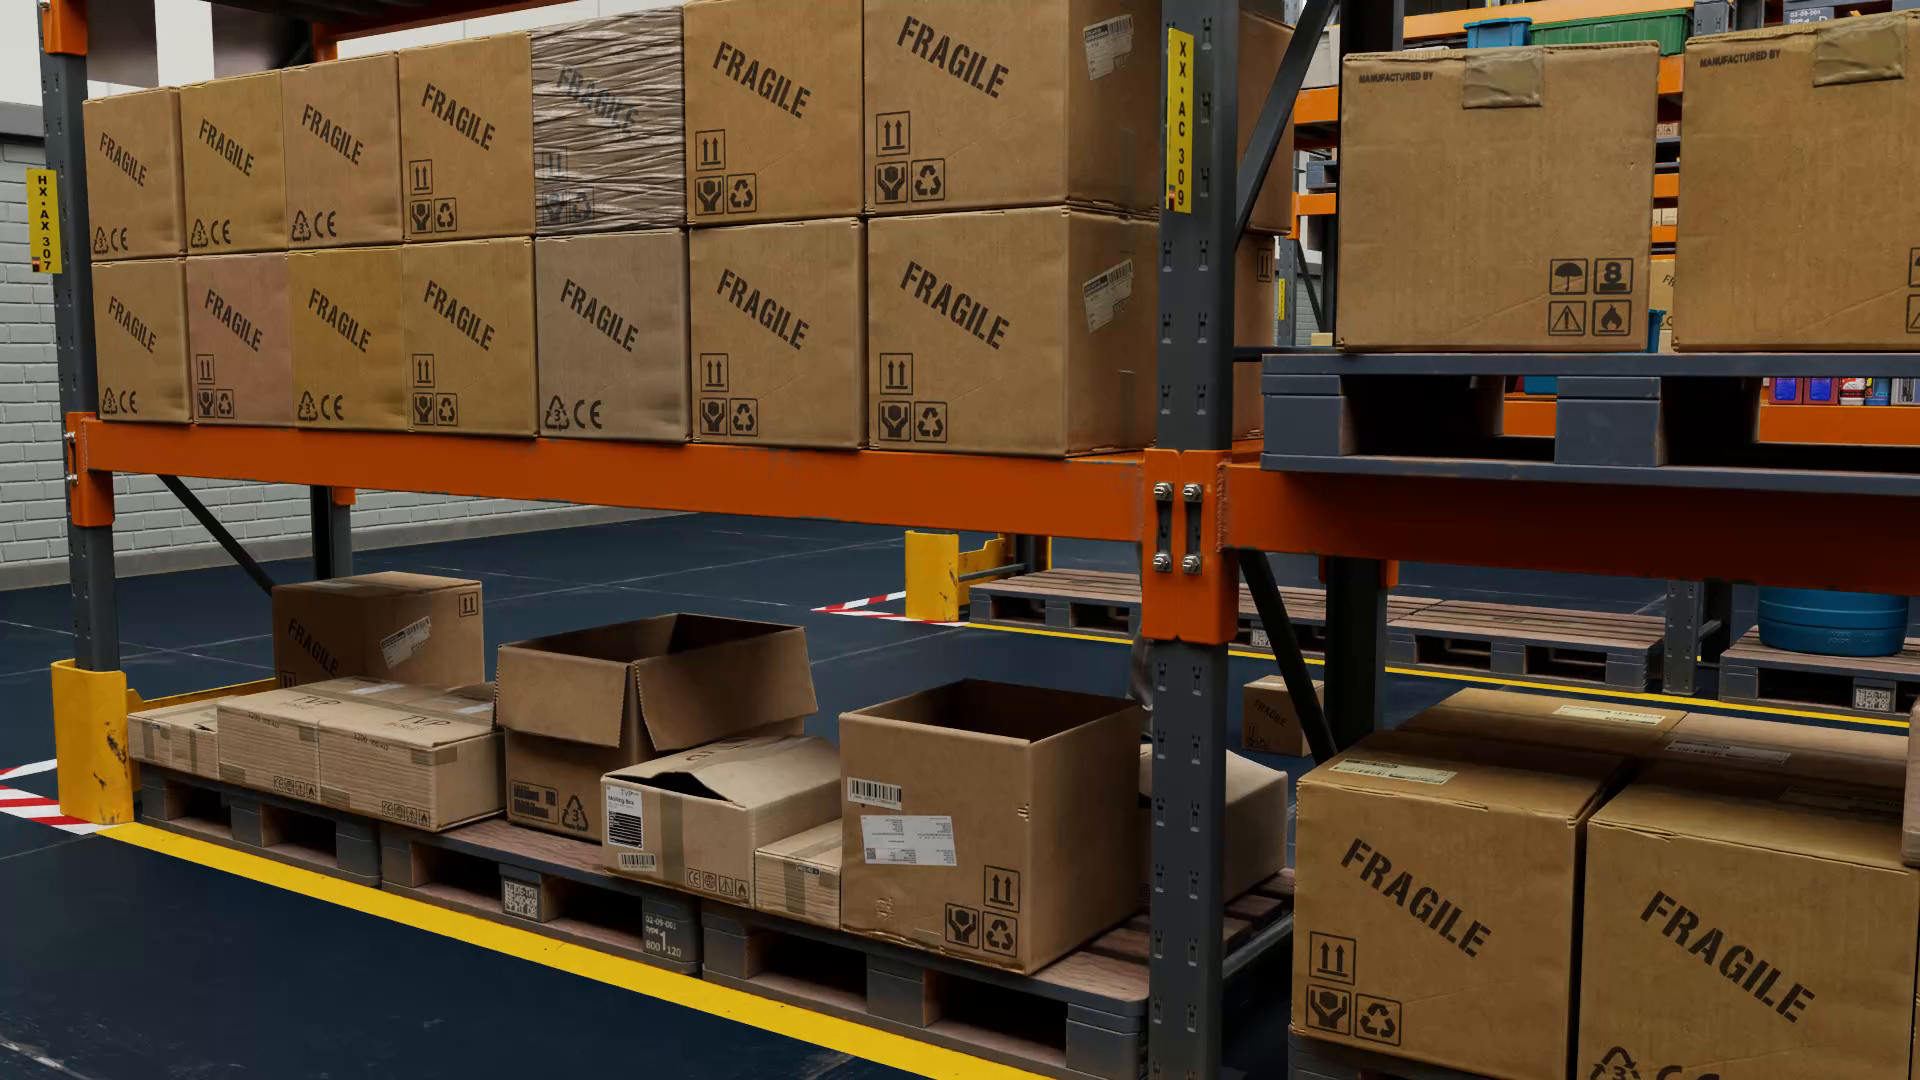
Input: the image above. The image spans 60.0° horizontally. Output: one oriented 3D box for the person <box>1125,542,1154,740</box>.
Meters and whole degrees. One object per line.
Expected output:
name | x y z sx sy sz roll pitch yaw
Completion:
person | 0.868 -0.103 6.645 0.358 1.764 0.533 4 8 35
